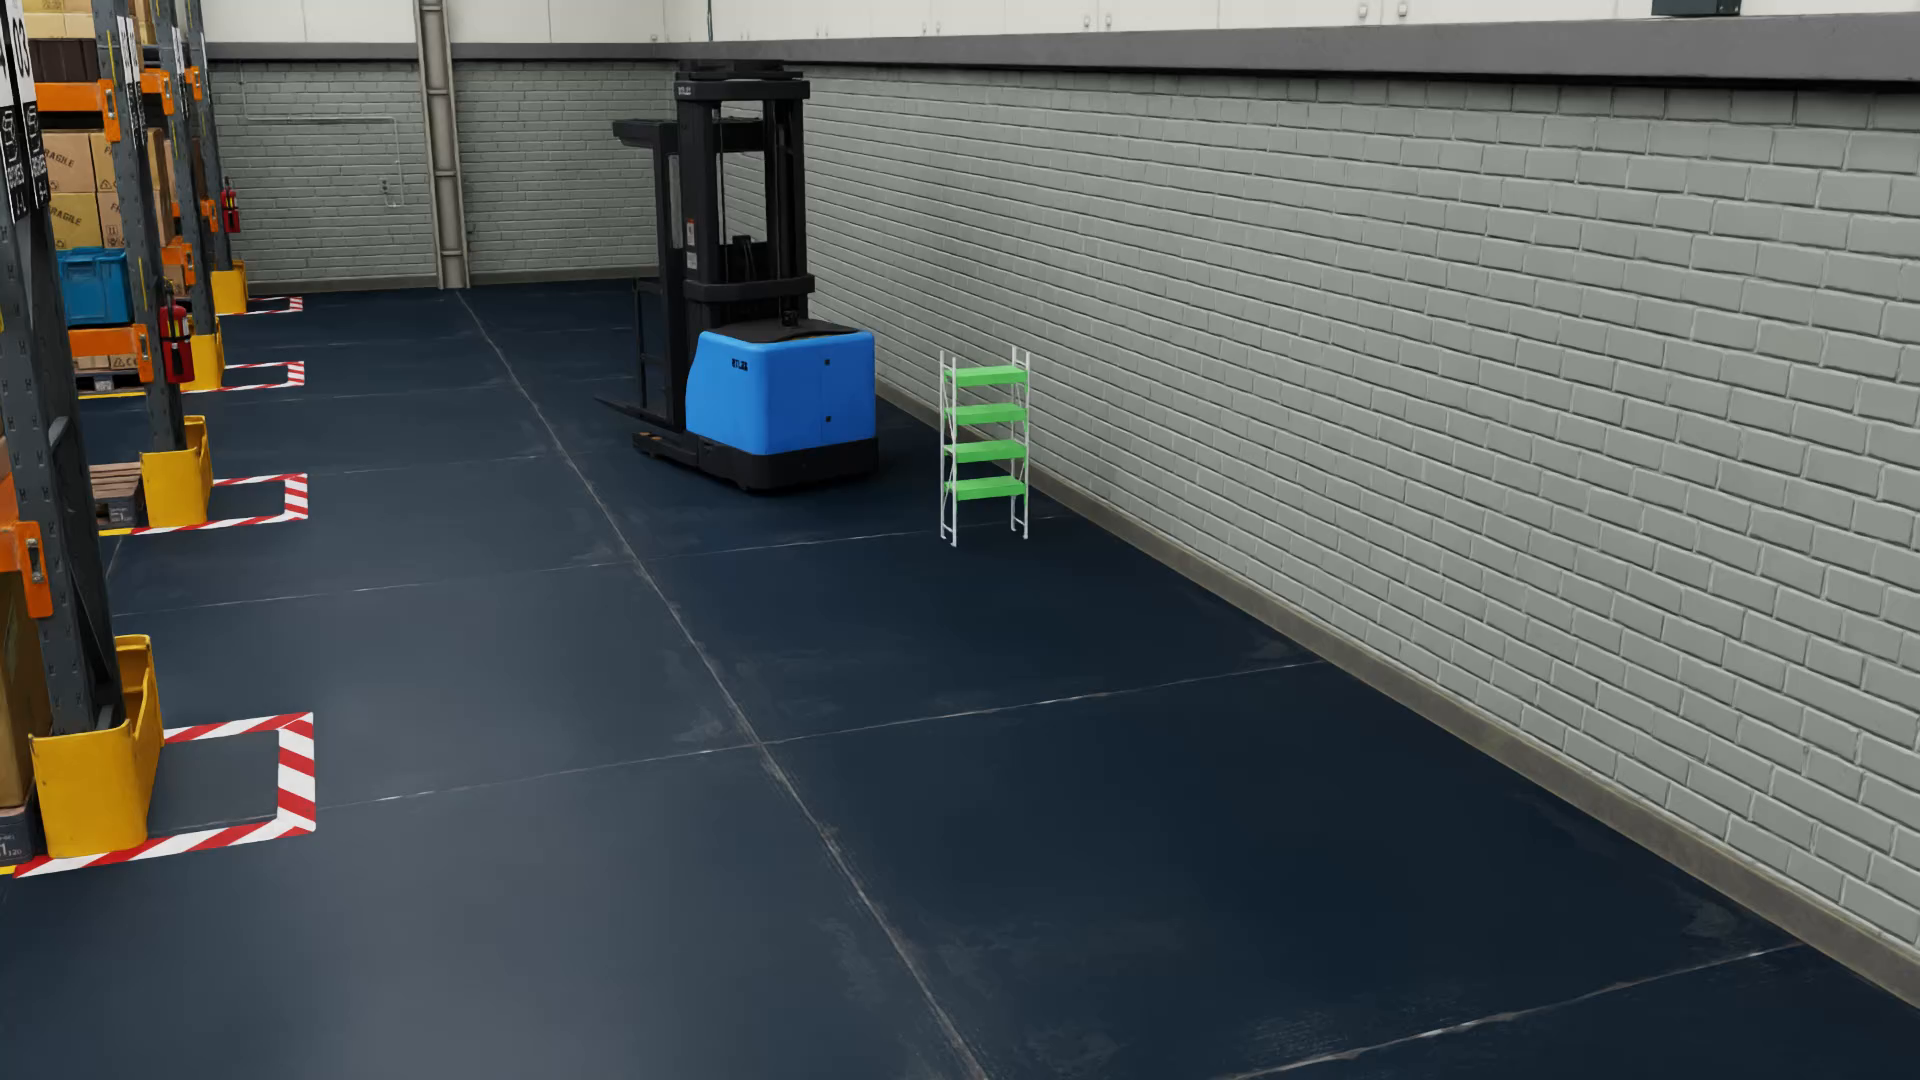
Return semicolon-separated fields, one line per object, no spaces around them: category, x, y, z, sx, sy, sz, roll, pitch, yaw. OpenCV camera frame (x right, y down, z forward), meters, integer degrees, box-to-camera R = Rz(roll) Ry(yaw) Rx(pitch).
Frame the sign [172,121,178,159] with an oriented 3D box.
sign;-6.943;-3.538;14.707;0.005;0.325;0.100;-6;17;-20

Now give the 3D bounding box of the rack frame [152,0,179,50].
rack frame;-7.123;-5.857;14.573;0.127;3.000;1.000;-6;17;-20

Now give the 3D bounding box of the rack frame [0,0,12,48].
rack frame;-3.582;-3.251;5.696;0.127;3.000;1.000;-6;17;-20

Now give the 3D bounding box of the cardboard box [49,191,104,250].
cardboard box;-7.927;-2.857;14.825;0.500;0.500;0.500;-6;17;-20

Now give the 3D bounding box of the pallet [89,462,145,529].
pallet;-6.138;-0.264;11.124;1.213;0.211;1.003;-6;17;-20

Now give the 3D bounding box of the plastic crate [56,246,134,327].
plastic crate;-5.600;-1.638;10.683;0.499;0.435;0.616;-6;17;-20

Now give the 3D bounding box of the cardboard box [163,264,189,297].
cardboard box;-9.517;-3.187;19.819;0.500;0.500;0.700;-6;17;-20

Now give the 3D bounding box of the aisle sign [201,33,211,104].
aisle sign;-8.725;-5.457;19.245;0.004;0.787;0.394;-6;17;-20

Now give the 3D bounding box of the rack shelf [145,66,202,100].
rack shelf;-10.767;-5.174;18.848;4.000;0.370;1.077;-6;17;-20

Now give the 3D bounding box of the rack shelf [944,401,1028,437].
rack shelf;0.155;-0.761;10.436;0.480;0.148;0.258;-6;17;-20

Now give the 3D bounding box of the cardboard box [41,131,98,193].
cardboard box;-7.912;-3.338;14.690;0.500;0.500;0.500;-6;17;-19

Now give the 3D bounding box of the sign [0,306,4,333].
sign;-3.401;-0.897;5.854;0.005;0.325;0.100;-6;17;-20

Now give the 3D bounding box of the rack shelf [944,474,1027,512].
rack shelf;0.155;-0.301;10.572;0.480;0.148;0.258;-6;17;-20

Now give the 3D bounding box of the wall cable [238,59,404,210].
wall cable;-8.042;-5.147;20.999;1.851;1.984;0.084;-6;17;-20

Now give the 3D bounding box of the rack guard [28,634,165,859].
rack guard;-3.559;0.825;6.902;0.348;0.500;1.175;-6;17;-20

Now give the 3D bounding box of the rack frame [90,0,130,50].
rack frame;-5.354;-4.554;10.134;0.127;3.000;1.000;-6;17;-20

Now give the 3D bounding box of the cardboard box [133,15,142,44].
cardboard box;-7.696;-4.603;15.003;0.500;0.250;0.500;-6;17;-20

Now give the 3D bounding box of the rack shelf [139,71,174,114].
rack shelf;-8.991;-3.871;14.411;4.000;0.370;1.077;-6;17;-20

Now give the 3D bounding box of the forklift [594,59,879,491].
forklift;-1.882;-2.108;12.575;1.130;2.935;3.031;-12;20;-35

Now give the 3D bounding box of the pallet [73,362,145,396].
pallet;-7.938;-1.552;15.511;1.213;0.211;1.003;-6;17;-20

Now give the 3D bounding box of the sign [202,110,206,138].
sign;-8.718;-4.807;19.168;0.005;0.325;0.100;-6;17;-20

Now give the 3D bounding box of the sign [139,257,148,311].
sign;-5.142;-1.610;10.469;0.005;0.325;0.100;-6;17;-20

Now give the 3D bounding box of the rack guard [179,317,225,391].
rack guard;-7.194;-1.772;15.745;0.348;0.500;1.175;-6;17;-20

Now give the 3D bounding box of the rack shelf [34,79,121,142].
rack shelf;-7.222;-2.568;9.971;4.000;0.370;1.077;-6;17;-20

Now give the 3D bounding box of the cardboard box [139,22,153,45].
cardboard box;-9.488;-5.755;18.891;0.500;0.250;0.500;-6;17;-18

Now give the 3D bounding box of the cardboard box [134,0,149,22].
cardboard box;-9.485;-6.113;18.779;0.500;0.500;0.500;-6;17;-20

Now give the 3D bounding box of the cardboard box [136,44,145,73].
cardboard box;-7.694;-4.361;15.068;0.500;0.250;0.500;-6;17;-20

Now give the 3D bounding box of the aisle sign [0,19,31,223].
aisle sign;-3.407;-1.548;5.931;0.004;0.787;0.394;-6;17;-20

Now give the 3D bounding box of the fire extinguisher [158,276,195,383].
fire extinguisher;-5.051;-1.355;10.687;0.183;0.674;0.296;-6;17;-20

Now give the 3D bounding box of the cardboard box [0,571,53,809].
cardboard box;-4.151;0.531;6.490;0.875;0.875;0.875;-6;17;-20

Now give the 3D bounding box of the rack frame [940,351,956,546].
rack frame;-0.073;-0.568;10.402;0.015;1.200;0.240;-6;17;-20

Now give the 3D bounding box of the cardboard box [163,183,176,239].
cardboard box;-7.632;-3.051;15.488;0.500;0.500;0.500;-6;17;-19

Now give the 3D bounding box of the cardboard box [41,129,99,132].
cardboard box;-8.117;-3.476;15.161;0.500;0.500;0.500;-6;17;-20

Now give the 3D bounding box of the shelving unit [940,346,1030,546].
shelving unit;0.155;-0.592;10.486;0.503;1.200;0.258;-6;17;-20

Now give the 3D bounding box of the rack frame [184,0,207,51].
rack frame;-8.899;-7.160;19.010;0.127;3.000;1.000;-6;17;-20

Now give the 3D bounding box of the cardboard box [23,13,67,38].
cardboard box;-7.978;-4.417;14.370;0.500;0.250;0.500;-6;17;-20

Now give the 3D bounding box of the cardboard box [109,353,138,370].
cardboard box;-7.543;-1.871;15.301;0.500;0.500;0.500;-6;17;-20

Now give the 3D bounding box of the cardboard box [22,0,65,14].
cardboard box;-8.094;-4.862;14.554;0.500;0.500;0.700;-6;17;-20

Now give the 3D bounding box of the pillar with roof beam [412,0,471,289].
pillar with roof beam;-5.147;-6.527;16.855;0.400;9.000;9.100;-6;17;-20

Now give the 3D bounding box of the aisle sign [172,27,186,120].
aisle sign;-6.950;-4.152;14.801;0.004;0.787;0.394;-6;17;-20

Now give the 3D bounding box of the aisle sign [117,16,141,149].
aisle sign;-5.182;-2.853;10.375;0.004;0.787;0.394;-6;17;-20

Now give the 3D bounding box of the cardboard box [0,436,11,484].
cardboard box;-4.031;-0.303;6.751;0.250;0.149;0.380;-6;17;-19
